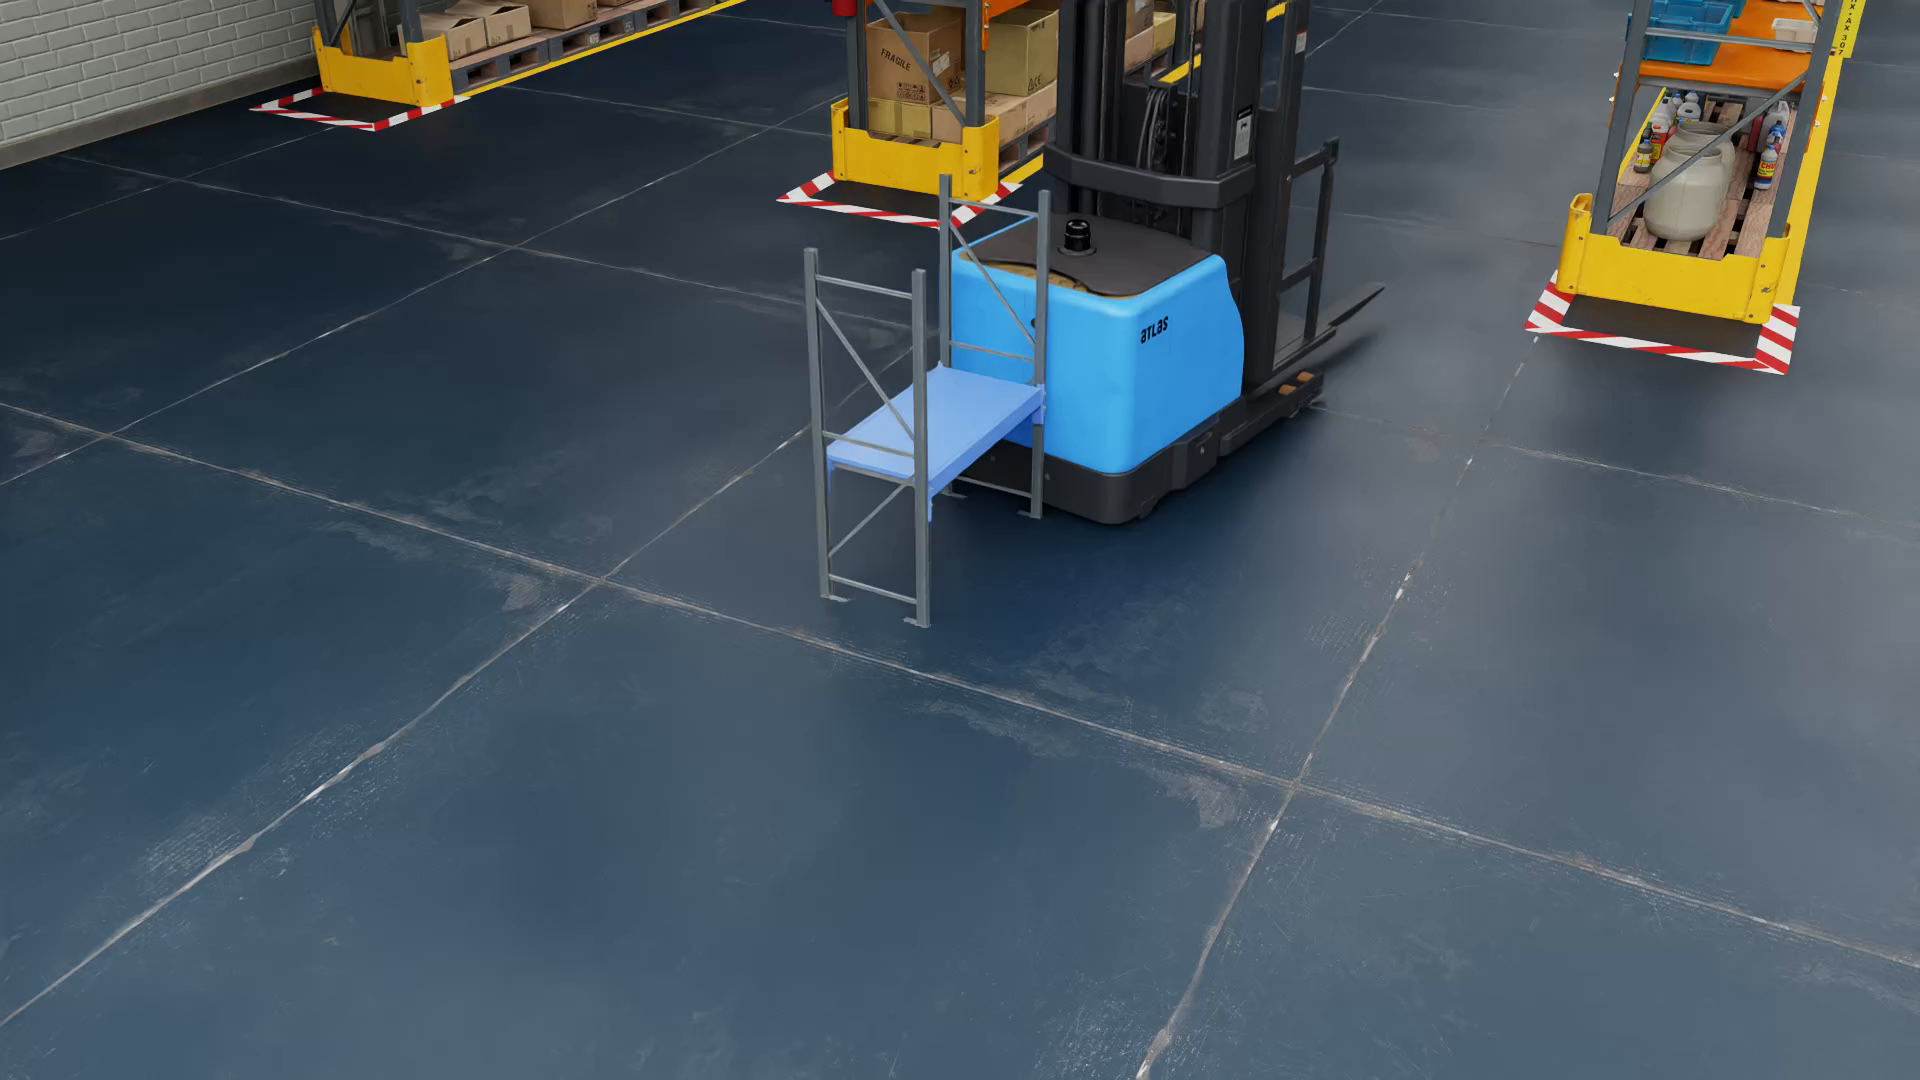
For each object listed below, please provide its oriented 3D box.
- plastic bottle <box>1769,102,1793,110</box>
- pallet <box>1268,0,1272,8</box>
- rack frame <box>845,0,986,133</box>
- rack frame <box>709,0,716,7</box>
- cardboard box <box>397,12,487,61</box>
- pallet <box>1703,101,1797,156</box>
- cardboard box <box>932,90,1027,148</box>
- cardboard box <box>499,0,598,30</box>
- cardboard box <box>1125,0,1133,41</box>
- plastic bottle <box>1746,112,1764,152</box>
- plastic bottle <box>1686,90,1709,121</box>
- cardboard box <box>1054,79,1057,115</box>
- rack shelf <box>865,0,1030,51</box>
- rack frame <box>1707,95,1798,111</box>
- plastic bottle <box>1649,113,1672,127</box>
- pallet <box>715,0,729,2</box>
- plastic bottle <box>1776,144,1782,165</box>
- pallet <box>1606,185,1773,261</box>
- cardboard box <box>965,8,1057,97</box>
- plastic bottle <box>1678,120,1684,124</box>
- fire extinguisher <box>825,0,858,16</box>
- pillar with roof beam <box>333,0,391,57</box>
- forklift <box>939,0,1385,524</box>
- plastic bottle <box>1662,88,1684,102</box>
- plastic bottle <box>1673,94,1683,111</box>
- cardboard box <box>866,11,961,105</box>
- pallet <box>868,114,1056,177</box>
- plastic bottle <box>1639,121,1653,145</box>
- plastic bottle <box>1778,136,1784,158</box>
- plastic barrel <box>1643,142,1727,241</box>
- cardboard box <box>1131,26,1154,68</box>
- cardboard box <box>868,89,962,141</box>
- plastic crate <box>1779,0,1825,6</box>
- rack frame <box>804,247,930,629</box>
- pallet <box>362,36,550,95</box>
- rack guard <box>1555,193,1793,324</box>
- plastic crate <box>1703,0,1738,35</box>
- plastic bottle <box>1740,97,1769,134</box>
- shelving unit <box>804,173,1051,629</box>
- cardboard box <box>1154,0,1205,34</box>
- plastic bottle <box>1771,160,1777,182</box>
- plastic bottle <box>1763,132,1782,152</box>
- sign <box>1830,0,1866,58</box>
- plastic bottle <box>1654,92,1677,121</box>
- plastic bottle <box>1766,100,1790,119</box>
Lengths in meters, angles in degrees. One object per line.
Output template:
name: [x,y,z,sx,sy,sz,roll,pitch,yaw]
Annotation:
plastic bottle: [5.803,-3.050,11.767,0.144,0.351,0.185,13,32,21]
pallet: [2.375,-5.238,16.159,1.003,0.211,1.213,14,33,23]
rack frame: [-0.303,-3.796,10.847,1.000,3.000,0.127,14,33,23]
rack frame: [-2.892,-6.691,15.889,1.000,3.000,0.127,14,33,23]
cardboard box: [-4.319,-4.229,13.860,0.500,0.311,0.500,11,32,18]
pallet: [5.584,-2.946,12.168,1.003,0.211,1.213,14,33,23]
cardboard box: [0.140,-2.973,11.754,0.500,0.250,0.500,14,33,23]
cardboard box: [-3.681,-4.877,14.800,0.700,0.500,0.500,12,32,20]
cardboard box: [1.040,-4.187,13.116,0.500,0.500,0.500,14,33,23]
plastic bottle: [5.483,-2.830,11.452,0.061,0.283,0.133,14,33,23]
plastic bottle: [5.319,-3.189,12.010,0.144,0.351,0.185,14,33,23]
cardboard box: [0.592,-3.417,12.527,0.500,0.250,0.500,14,33,23]
rack shelf: [0.608,-4.370,12.571,1.077,0.370,4.000,14,33,23]
rack frame: [5.927,-4.443,11.976,1.000,3.000,0.127,14,33,23]
plastic bottle: [4.754,-2.761,11.338,0.152,0.276,0.135,13,32,22]
pallet: [-2.539,-5.827,17.185,1.003,0.211,1.213,14,33,23]
plastic bottle: [5.455,-2.621,11.170,0.097,0.201,0.097,0,30,0]
pallet: [4.473,-1.864,10.284,1.003,0.211,1.213,14,33,23]
cardboard box: [0.366,-3.520,11.954,0.500,0.500,0.500,14,33,23]
plastic bottle: [4.953,-2.794,11.472,0.097,0.201,0.097,0,30,0]
fire extinguisher: [-0.770,-3.815,10.959,0.296,0.674,0.183,14,33,23]
pillar with roof beam: [-1.333,-7.049,10.489,9.100,9.000,0.400,14,33,23]
forklift: [1.189,-2.013,7.812,1.130,2.935,3.031,21,36,32]
plastic bottle: [5.104,-3.138,11.921,0.144,0.351,0.185,13,32,21]
plastic bottle: [5.071,-3.030,11.812,0.097,0.271,0.097,0,30,0]
cardboard box: [-0.323,-3.416,11.772,0.500,0.500,0.500,14,33,23]
pallet: [0.008,-2.935,12.149,1.003,0.211,1.213,14,33,23]
plastic bottle: [4.589,-2.653,11.143,0.061,0.283,0.133,15,33,24]
plastic bottle: [5.549,-2.712,11.329,0.097,0.201,0.097,0,30,0]
plastic barrel: [4.337,-2.083,9.941,0.421,0.512,0.421,0,30,0]
cardboard box: [1.266,-4.084,13.689,0.500,0.250,0.500,14,33,23]
cardboard box: [-0.321,-3.090,11.958,0.500,0.250,0.500,14,33,23]
plastic crate: [5.413,-3.552,10.688,0.530,0.136,0.437,14,33,23]
rack frame: [-0.347,-0.361,6.372,0.500,1.500,0.032,15,33,25]
pallet: [-4.278,-4.094,14.168,1.003,0.211,1.213,14,33,23]
rack guard: [4.098,-1.631,9.587,1.175,0.500,0.348,14,33,23]
plastic crate: [4.368,-3.182,9.928,0.499,0.251,0.408,14,33,23]
plastic bottle: [5.660,-3.040,11.824,0.152,0.276,0.135,14,33,23]
shelving unit: [-0.103,-0.583,6.759,0.538,1.500,1.048,15,33,25]
cardboard box: [1.924,-4.681,14.729,0.500,0.250,0.500,13,33,22]
plastic bottle: [5.256,-2.426,10.832,0.097,0.201,0.097,0,30,0]
plastic bottle: [5.365,-2.563,10.999,0.097,0.271,0.097,0,30,0]
sign: [4.593,-2.664,8.598,0.100,0.325,0.005,14,33,23]
plastic bottle: [4.911,-2.950,11.593,0.144,0.351,0.185,14,33,23]
plastic bottle: [5.656,-2.906,11.517,0.144,0.351,0.185,14,33,23]
